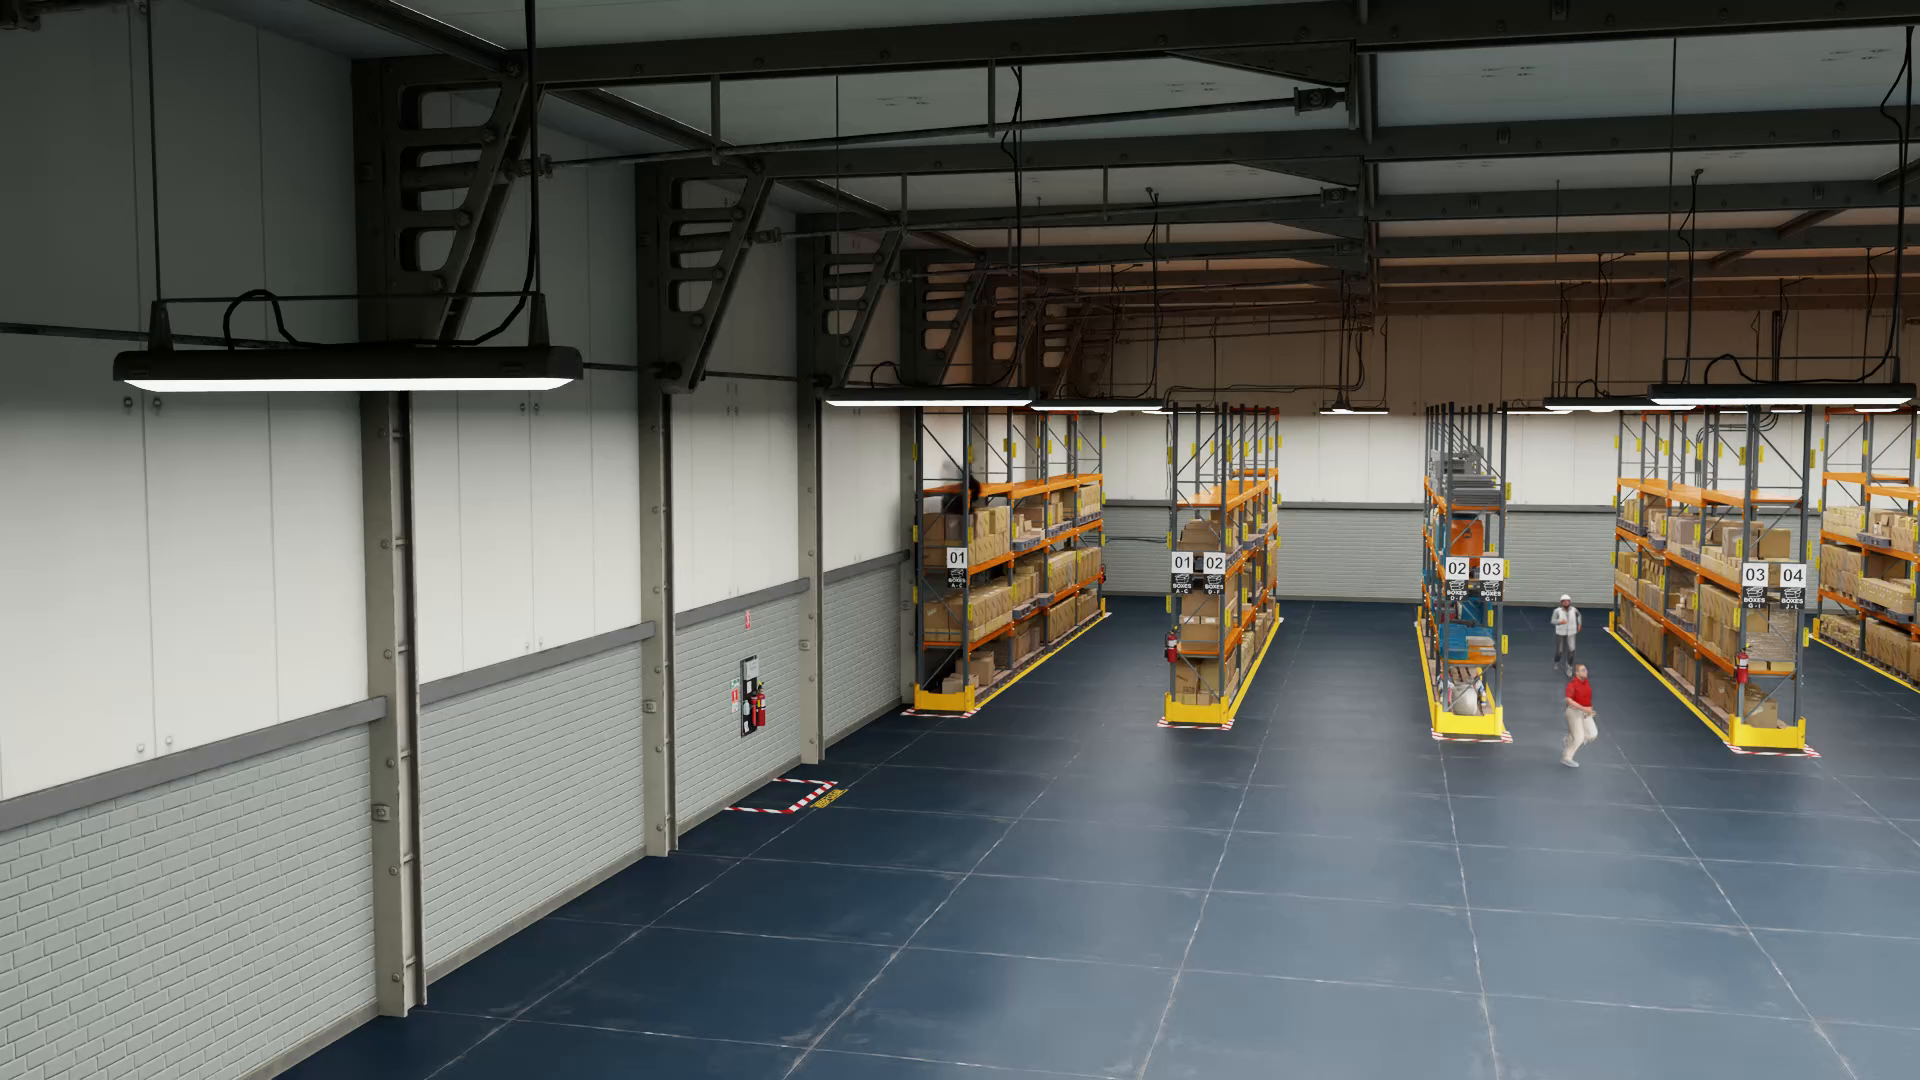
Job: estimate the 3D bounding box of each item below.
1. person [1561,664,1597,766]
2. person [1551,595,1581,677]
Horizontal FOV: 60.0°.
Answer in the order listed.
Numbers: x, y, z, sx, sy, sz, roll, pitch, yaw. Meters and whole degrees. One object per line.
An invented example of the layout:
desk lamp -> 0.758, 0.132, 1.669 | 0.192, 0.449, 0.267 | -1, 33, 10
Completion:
person -> 10.202, 2.873, 27.283 | 0.688, 1.687, 0.619 | -3, 5, -38
person -> 13.470, 2.111, 36.982 | 0.663, 1.822, 0.902 | 1, 4, 12
